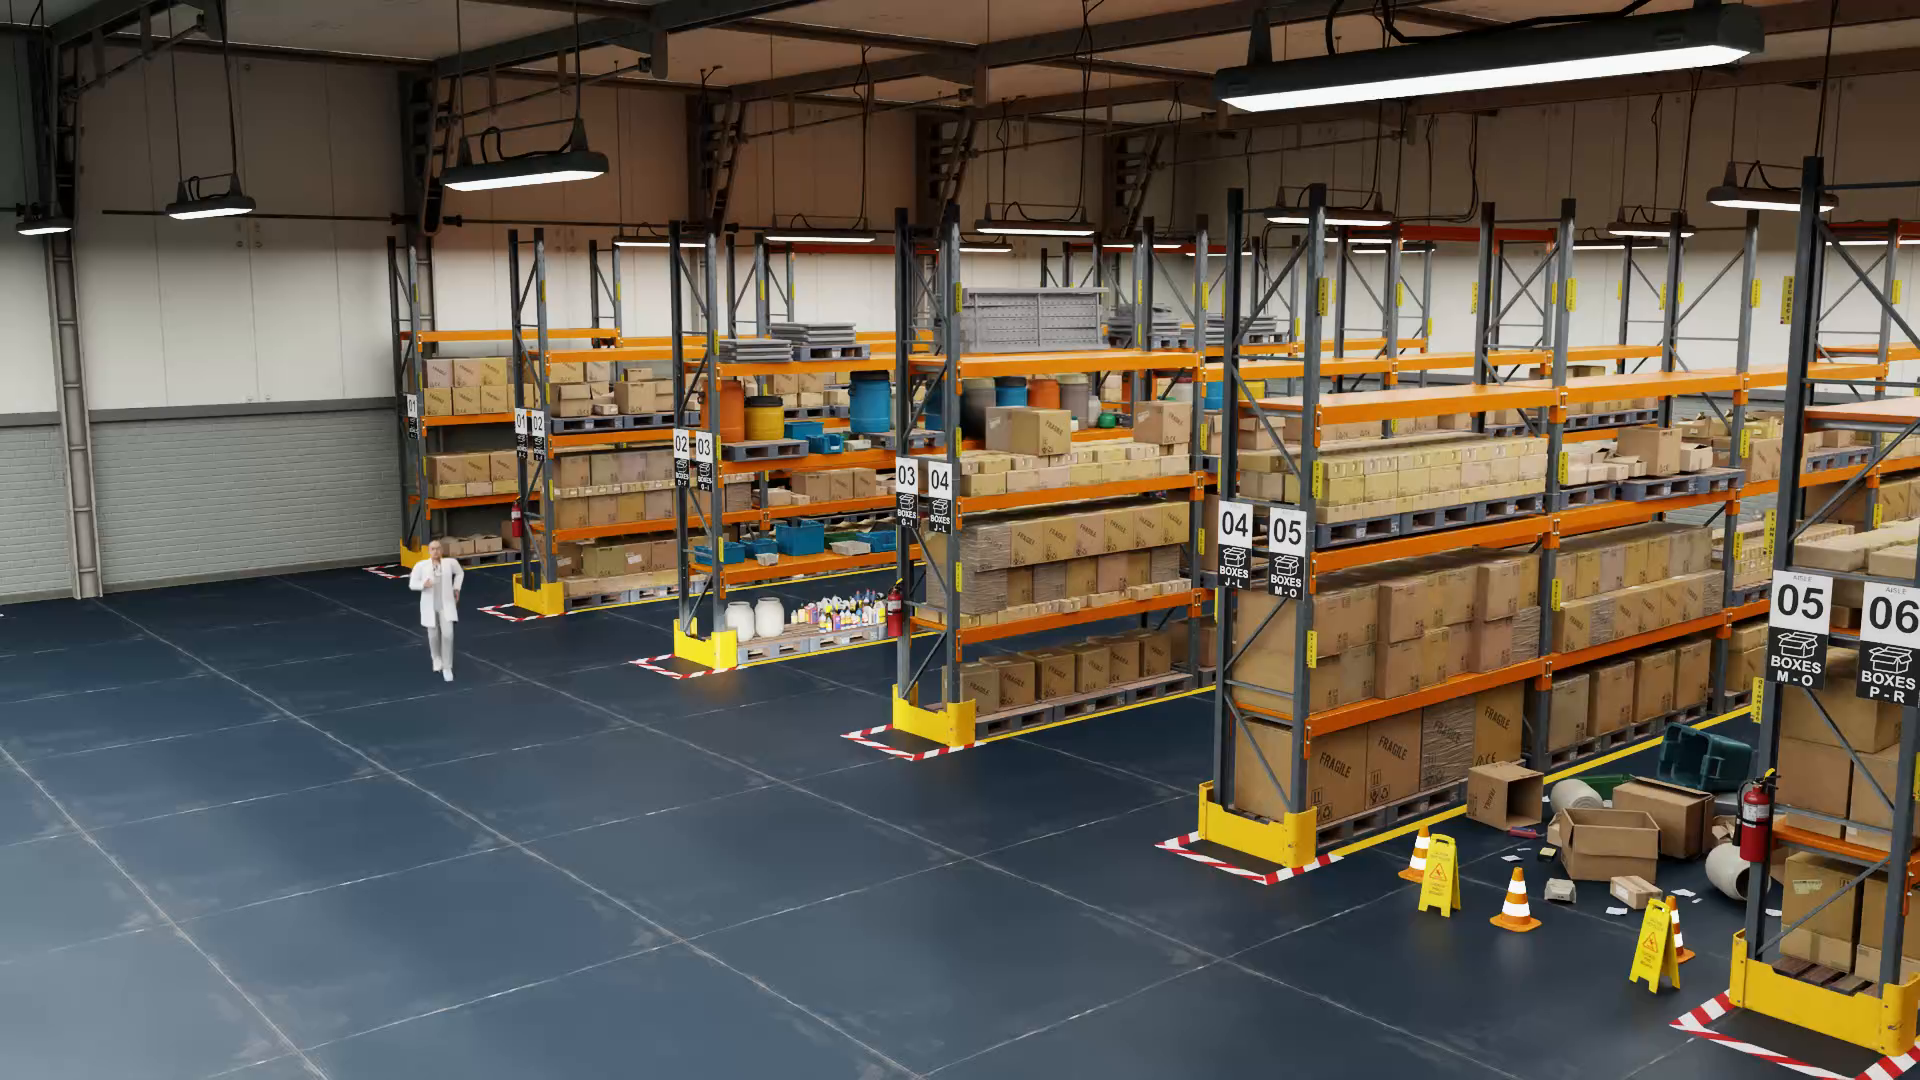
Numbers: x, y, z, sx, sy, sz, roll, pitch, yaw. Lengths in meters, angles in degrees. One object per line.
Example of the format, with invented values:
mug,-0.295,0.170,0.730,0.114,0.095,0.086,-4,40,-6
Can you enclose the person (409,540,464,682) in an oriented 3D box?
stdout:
person,-6.890,0.904,21.954,0.693,1.816,0.897,-3,9,-17

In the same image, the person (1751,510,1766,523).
person,12.254,0.407,25.500,0.669,1.749,0.680,-5,10,-29
